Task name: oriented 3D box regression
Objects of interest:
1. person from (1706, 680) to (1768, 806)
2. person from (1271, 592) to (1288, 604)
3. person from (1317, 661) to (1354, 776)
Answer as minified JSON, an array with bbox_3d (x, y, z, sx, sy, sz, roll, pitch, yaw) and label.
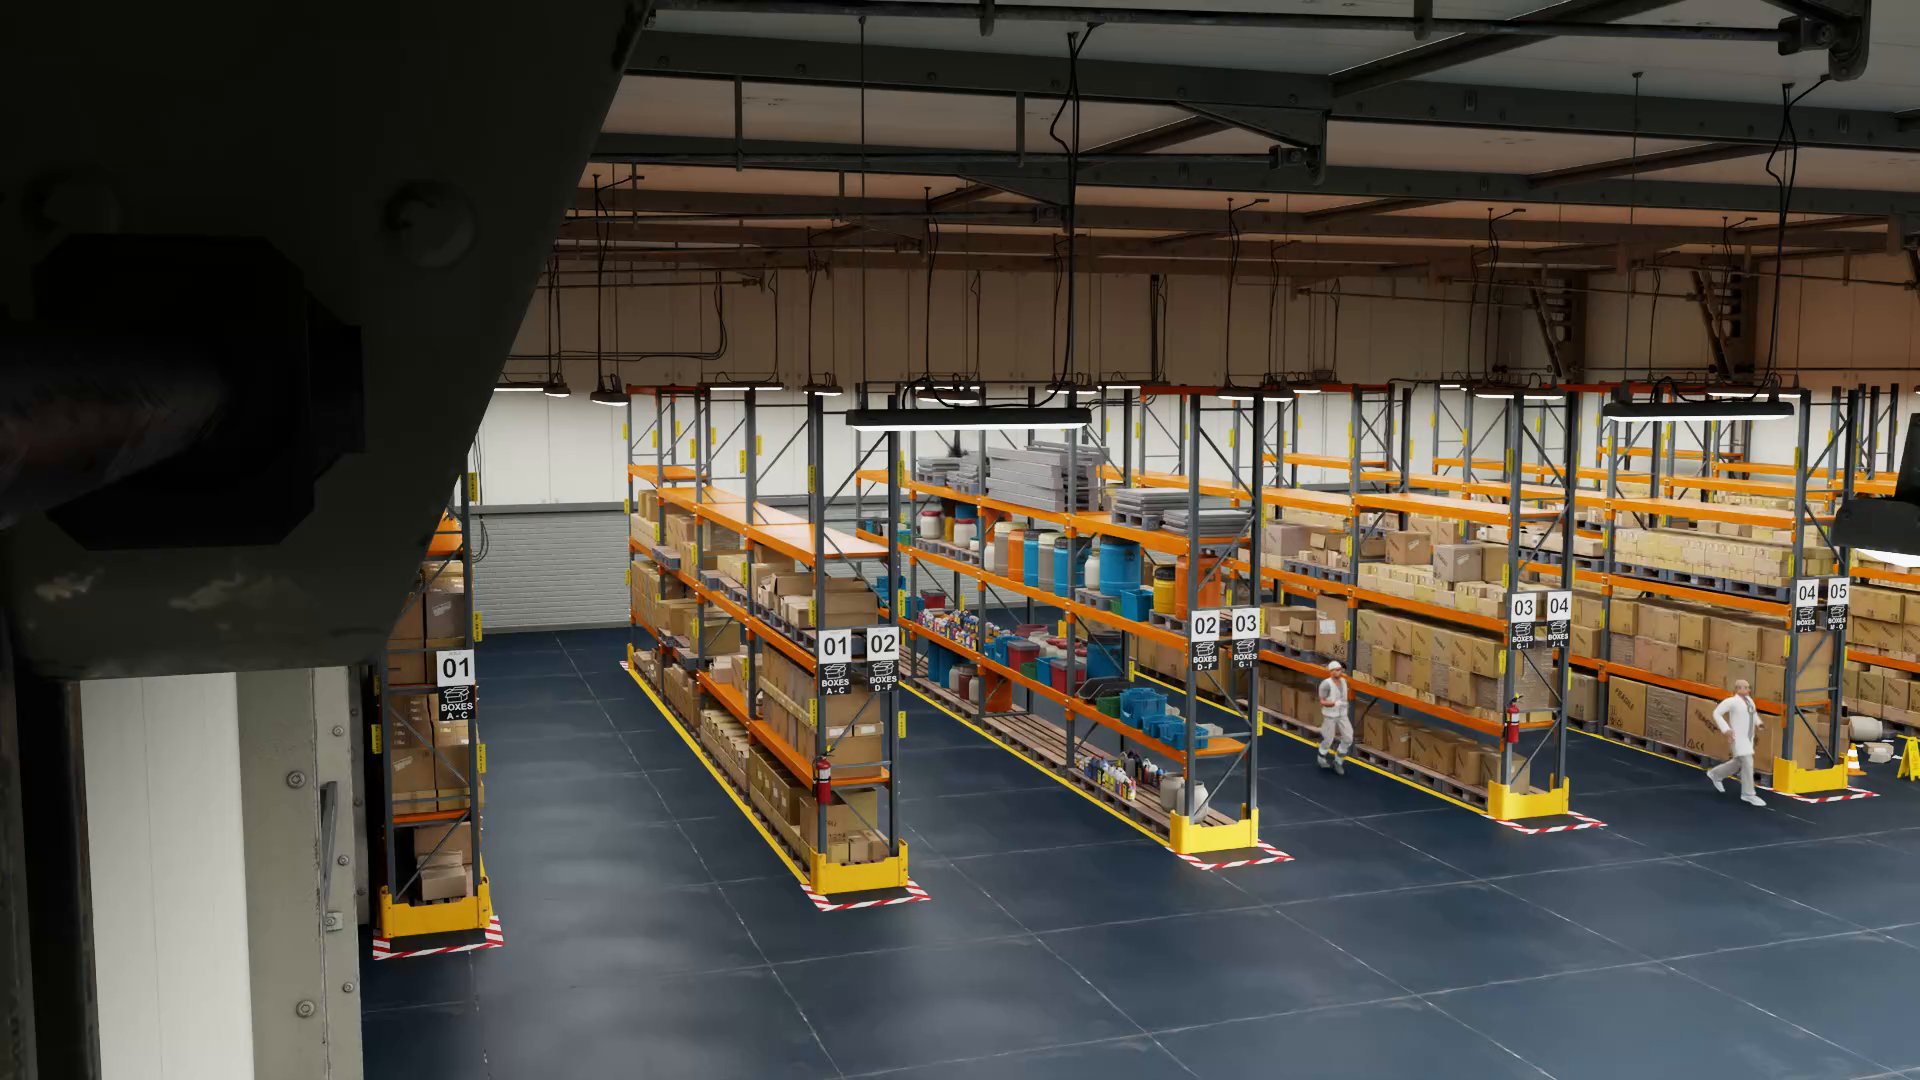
[{"bbox_3d":[11.404,2.922,24.376,0.722,1.779,0.993,-4,7,-34],"label":"person"},{"bbox_3d":[7.997,1.232,41.618,1.094,1.584,0.739,4,7,34],"label":"person"},{"bbox_3d":[5.840,2.773,25.945,0.599,1.806,0.756,-2,6,-19],"label":"person"}]
